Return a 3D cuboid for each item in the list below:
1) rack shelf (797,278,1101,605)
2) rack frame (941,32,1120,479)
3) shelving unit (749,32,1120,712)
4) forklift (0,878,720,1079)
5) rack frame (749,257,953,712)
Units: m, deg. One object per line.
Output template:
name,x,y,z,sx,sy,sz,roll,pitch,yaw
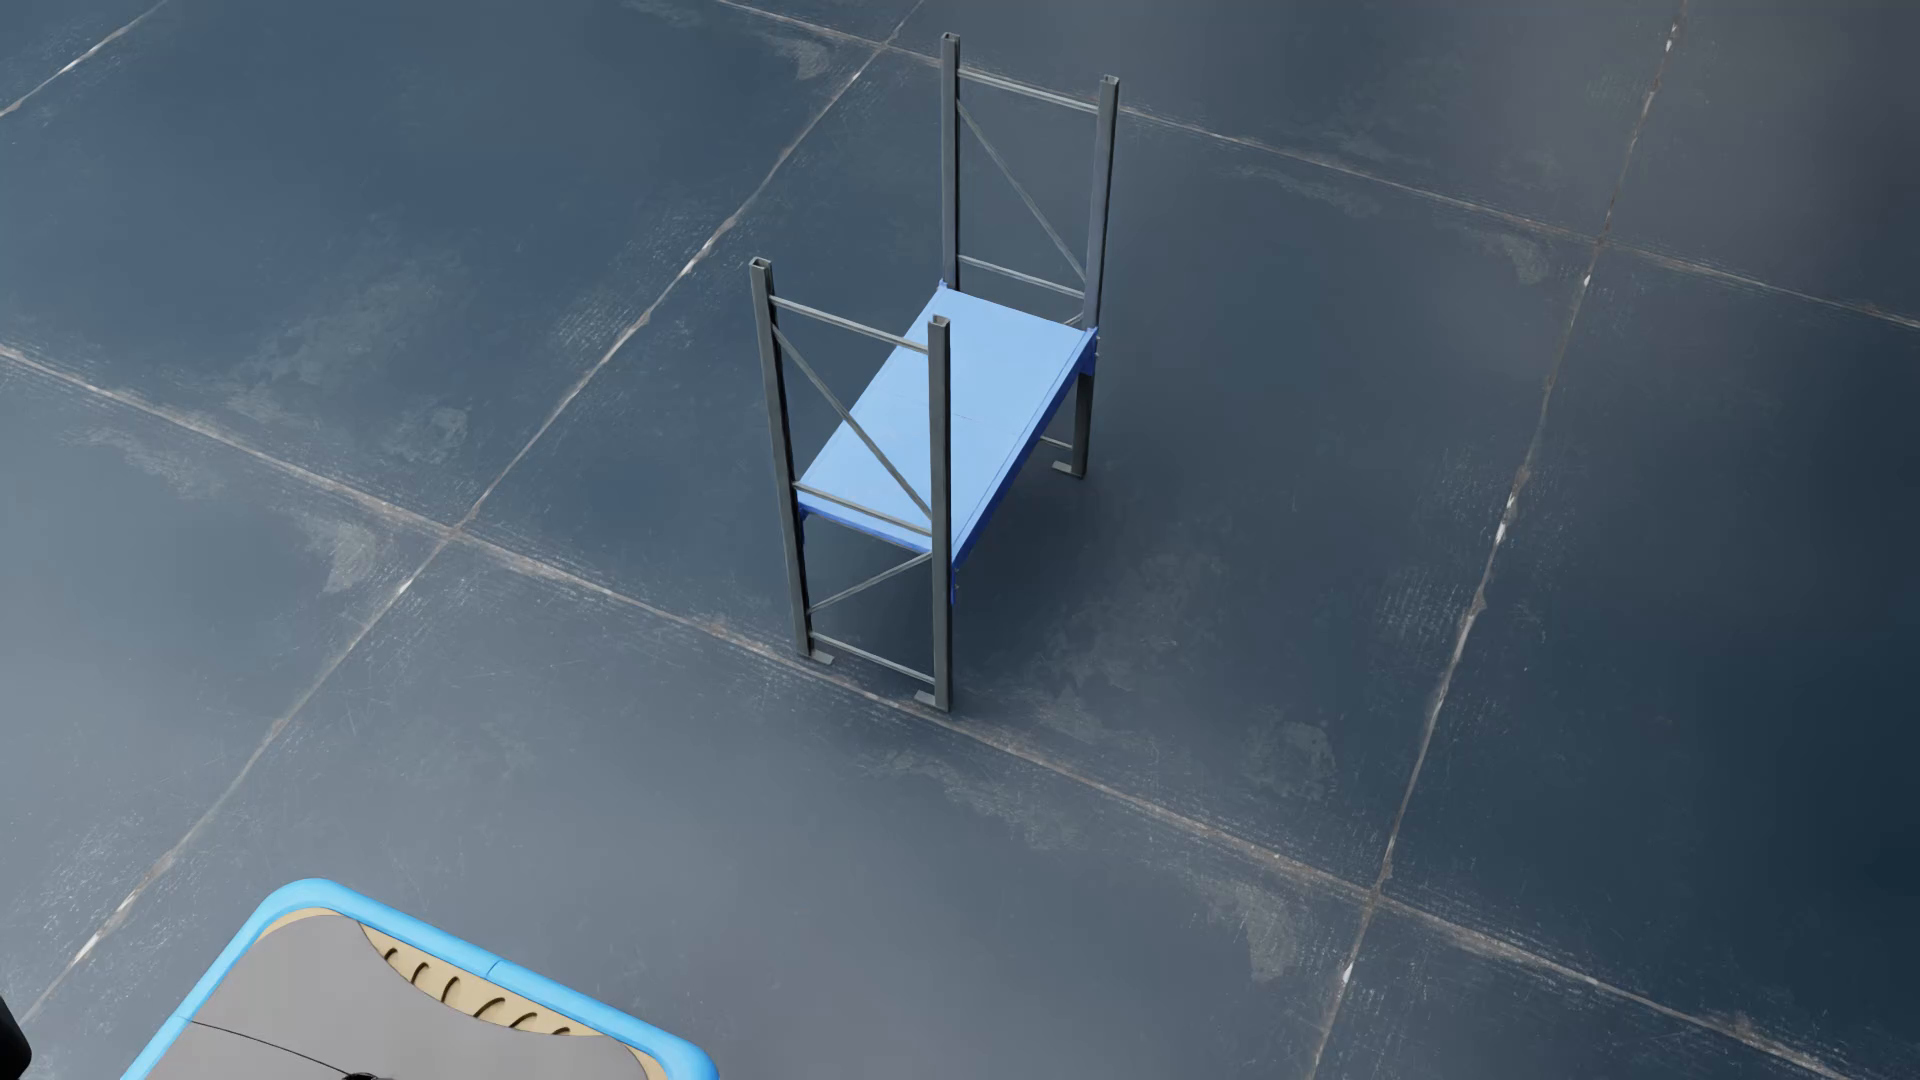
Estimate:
rack shelf,-0.036,-0.311,4.766,0.538,0.185,1.000,20,52,16
rack frame,0.181,-0.777,4.927,0.500,1.500,0.032,20,52,16
shelving unit,-0.036,-0.427,4.629,0.538,1.500,1.048,20,52,16
forklift,-1.488,1.572,1.988,1.130,2.935,3.031,19,52,15
rack frame,-0.254,-0.077,4.331,0.500,1.500,0.032,20,52,16
